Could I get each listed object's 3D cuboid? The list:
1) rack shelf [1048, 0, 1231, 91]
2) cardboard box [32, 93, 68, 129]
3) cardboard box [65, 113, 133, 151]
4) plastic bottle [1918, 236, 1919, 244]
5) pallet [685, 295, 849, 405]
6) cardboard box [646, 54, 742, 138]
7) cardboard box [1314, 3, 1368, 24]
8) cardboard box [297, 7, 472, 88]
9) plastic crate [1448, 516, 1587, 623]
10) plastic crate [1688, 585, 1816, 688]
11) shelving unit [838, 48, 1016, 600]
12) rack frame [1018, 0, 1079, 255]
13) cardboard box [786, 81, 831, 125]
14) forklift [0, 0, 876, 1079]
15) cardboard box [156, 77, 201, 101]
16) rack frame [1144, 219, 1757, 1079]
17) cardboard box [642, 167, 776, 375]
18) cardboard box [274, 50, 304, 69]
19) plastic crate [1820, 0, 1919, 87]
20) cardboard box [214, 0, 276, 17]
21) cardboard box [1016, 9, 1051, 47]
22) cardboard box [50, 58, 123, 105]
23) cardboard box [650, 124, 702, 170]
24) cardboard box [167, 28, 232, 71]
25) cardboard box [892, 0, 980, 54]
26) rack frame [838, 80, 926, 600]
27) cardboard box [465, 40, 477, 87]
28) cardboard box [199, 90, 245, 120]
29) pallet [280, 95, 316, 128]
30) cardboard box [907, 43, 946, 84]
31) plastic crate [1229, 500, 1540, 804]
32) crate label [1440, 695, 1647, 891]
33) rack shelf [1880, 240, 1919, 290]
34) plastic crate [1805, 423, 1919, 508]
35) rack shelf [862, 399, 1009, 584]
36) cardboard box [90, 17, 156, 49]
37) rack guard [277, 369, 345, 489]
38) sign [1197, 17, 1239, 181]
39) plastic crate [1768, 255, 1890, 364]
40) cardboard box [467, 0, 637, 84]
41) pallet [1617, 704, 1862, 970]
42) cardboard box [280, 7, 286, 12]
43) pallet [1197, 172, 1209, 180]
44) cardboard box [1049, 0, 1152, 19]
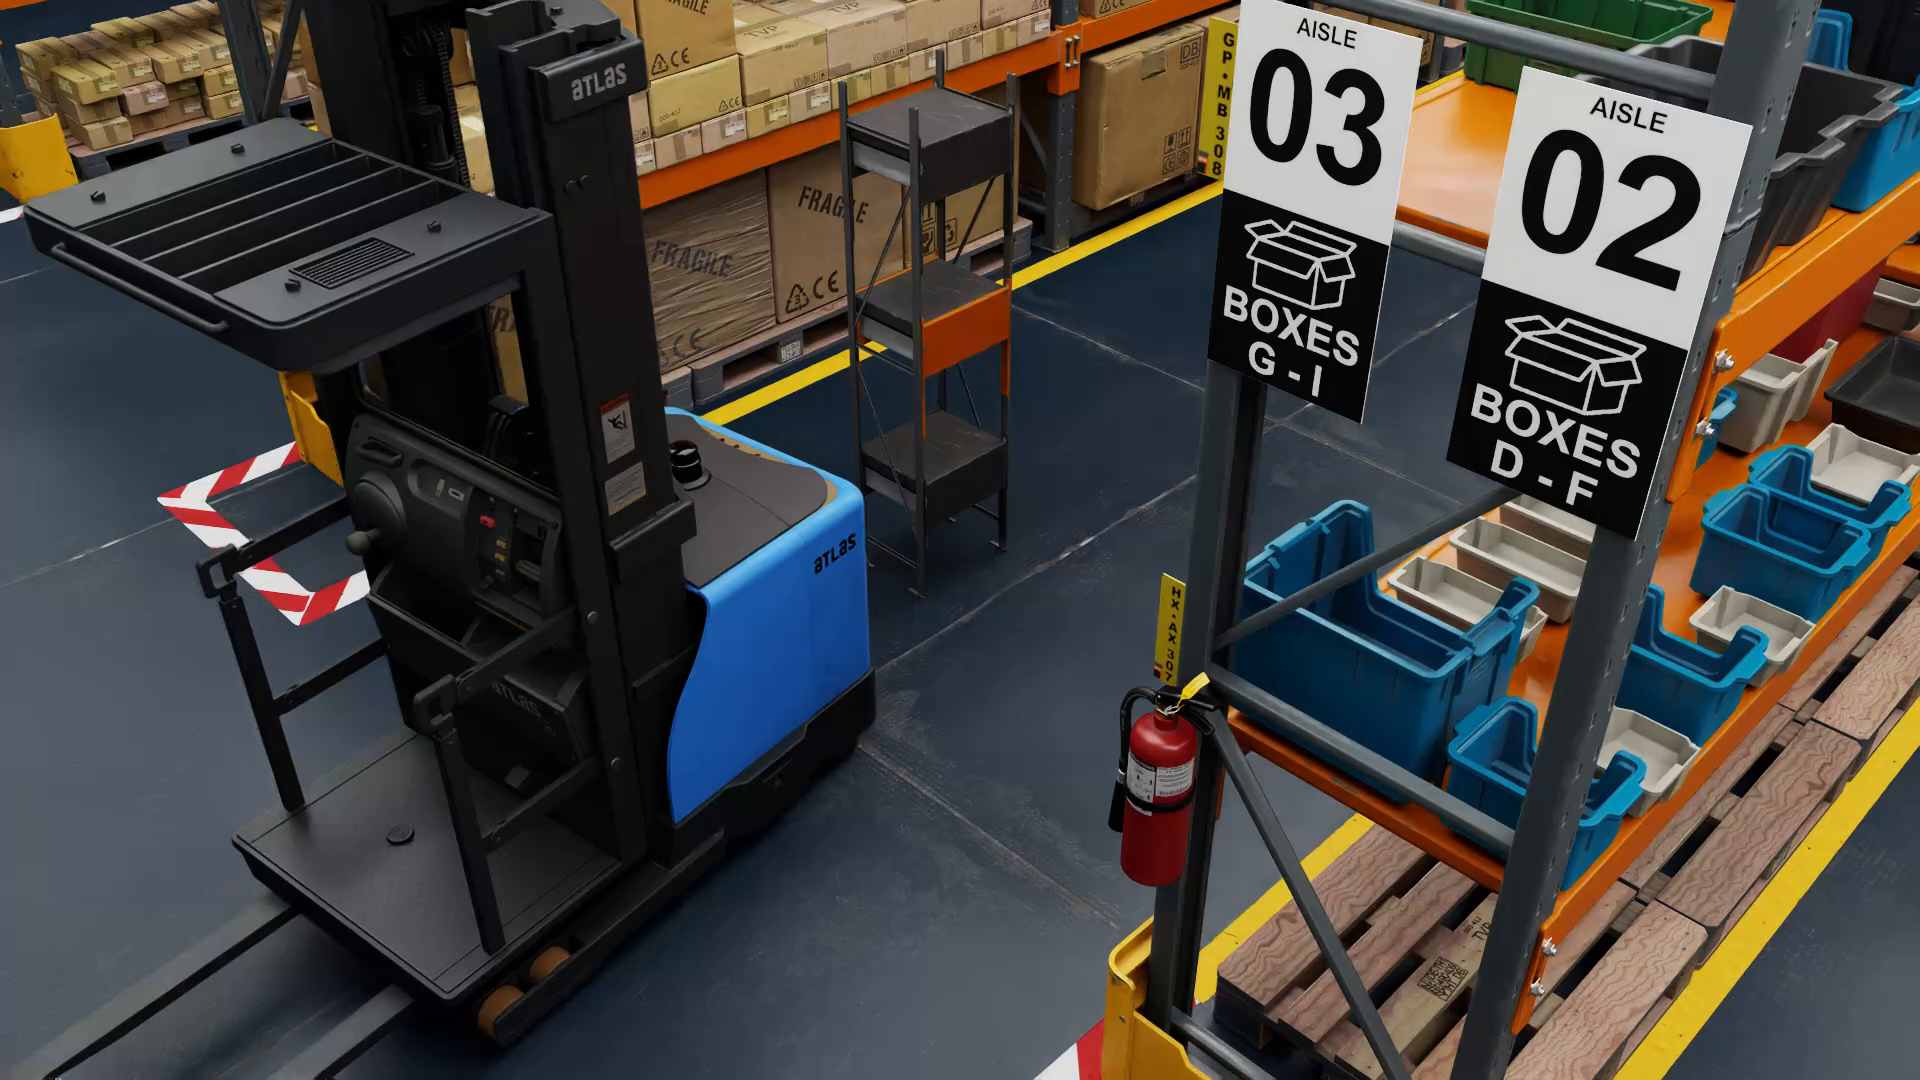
[{"bbox_3d":[1.648,-3.620,10.448,1.077,0.370,4.000,30,45,35],"label":"rack shelf"},{"bbox_3d":[-5.805,-2.820,10.797,0.250,0.149,0.380,-29,44,-35],"label":"cardboard box"},{"bbox_3d":[-5.432,-2.606,10.490,0.250,0.149,0.380,-29,44,-35],"label":"cardboard box"},{"bbox_3d":[3.903,-1.273,6.627,0.097,0.201,0.097,0,35,0],"label":"plastic bottle"},{"bbox_3d":[-1.212,-1.185,8.765,1.003,0.211,1.213,30,45,35],"label":"pallet"},{"bbox_3d":[-1.332,-2.042,7.427,0.500,0.250,0.500,28,44,34],"label":"cardboard box"},{"bbox_3d":[1.922,-3.397,10.990,1.225,0.875,0.875,30,45,35],"label":"cardboard box"},{"bbox_3d":[-2.423,-2.151,6.928,0.500,0.500,0.500,-29,44,-35],"label":"cardboard box"},{"bbox_3d":[1.596,0.084,4.685,0.396,0.136,0.243,30,45,35],"label":"plastic crate"},{"bbox_3d":[2.105,0.260,4.433,0.250,0.136,0.298,30,45,35],"label":"plastic crate"},{"bbox_3d":[-0.117,-0.794,6.553,0.431,2.100,0.503,30,45,35],"label":"shelving unit"},{"bbox_3d":[0.239,-3.103,9.078,1.000,3.000,0.127,30,45,35],"label":"rack frame"},{"bbox_3d":[-0.829,-2.120,7.887,0.250,0.149,0.380,-29,44,-35],"label":"cardboard box"},{"bbox_3d":[-1.603,0.003,4.684,1.130,2.935,3.031,24,41,30],"label":"forklift"},{"bbox_3d":[-5.134,-2.977,10.762,0.250,0.149,0.380,-29,44,-35],"label":"cardboard box"},{"bbox_3d":[0.935,0.516,3.887,1.000,3.000,0.127,30,45,35],"label":"rack frame"},{"bbox_3d":[-1.544,-1.442,8.186,0.875,0.875,0.875,30,45,35],"label":"cardboard box"},{"bbox_3d":[-4.595,-3.311,11.240,0.250,0.149,0.380,-27,43,-33],"label":"cardboard box"},{"bbox_3d":[2.207,-1.198,3.777,0.504,0.338,0.767,30,45,35],"label":"plastic crate"},{"bbox_3d":[-4.883,-3.592,11.384,0.380,0.149,0.250,28,44,34],"label":"cardboard box"},{"bbox_3d":[0.256,-2.745,8.783,0.250,0.149,0.380,-30,45,-35],"label":"cardboard box"},{"bbox_3d":[-5.418,-2.842,10.309,0.380,0.149,0.250,27,43,33],"label":"cardboard box"},{"bbox_3d":[-1.373,-1.806,7.437,0.380,0.149,0.250,29,44,34],"label":"cardboard box"},{"bbox_3d":[-4.925,-3.188,10.803,0.380,0.149,0.250,27,43,33],"label":"cardboard box"},{"bbox_3d":[-0.249,-2.668,8.324,0.500,0.250,0.500,-28,44,-34],"label":"cardboard box"},{"bbox_3d":[-0.289,-0.695,6.411,0.400,2.100,0.015,30,45,35],"label":"rack frame"},{"bbox_3d":[-2.069,-2.050,7.438,0.500,0.250,0.500,29,44,35],"label":"cardboard box"},{"bbox_3d":[-4.878,-2.909,10.924,0.250,0.149,0.380,-29,44,-35],"label":"cardboard box"},{"bbox_3d":[-4.518,-3.215,11.676,1.003,0.211,1.213,30,45,35],"label":"pallet"},{"bbox_3d":[-0.287,-2.432,8.334,0.250,0.149,0.380,-29,44,-35],"label":"cardboard box"},{"bbox_3d":[1.039,0.266,4.163,0.616,0.435,0.499,30,45,35],"label":"plastic crate"},{"bbox_3d":[1.343,0.593,3.871,0.416,0.233,0.303,30,45,35],"label":"crate label"},{"bbox_3d":[5.163,-1.624,7.585,1.077,0.370,4.000,30,45,35],"label":"rack shelf"},{"bbox_3d":[2.740,-0.196,5.086,0.293,0.136,0.466,30,45,35],"label":"plastic crate"},{"bbox_3d":[-0.117,-0.209,6.961,0.431,0.518,0.480,30,45,35],"label":"rack shelf"},{"bbox_3d":[-5.525,-3.319,10.992,0.380,0.149,0.250,29,44,34],"label":"cardboard box"},{"bbox_3d":[-2.597,-0.445,7.451,1.175,0.500,0.348,30,45,35],"label":"rack guard"},{"bbox_3d":[0.533,-0.886,3.368,0.100,0.325,0.005,30,45,35],"label":"sign"},{"bbox_3d":[2.946,-0.897,5.805,0.402,0.464,0.583,30,45,35],"label":"plastic crate"},{"bbox_3d":[-1.698,-2.137,6.907,0.500,0.500,0.500,28,44,34],"label":"cardboard box"},{"bbox_3d":[2.403,0.848,5.849,1.003,0.211,1.213,30,45,35],"label":"pallet"},{"bbox_3d":[-4.396,-3.525,11.288,0.380,0.149,0.250,30,45,35],"label":"cardboard box"},{"bbox_3d":[1.588,-2.801,11.082,1.003,0.211,1.213,30,45,35],"label":"pallet"},{"bbox_3d":[0.740,-3.230,9.172,0.500,0.500,0.500,-30,45,-35],"label":"cardboard box"}]
